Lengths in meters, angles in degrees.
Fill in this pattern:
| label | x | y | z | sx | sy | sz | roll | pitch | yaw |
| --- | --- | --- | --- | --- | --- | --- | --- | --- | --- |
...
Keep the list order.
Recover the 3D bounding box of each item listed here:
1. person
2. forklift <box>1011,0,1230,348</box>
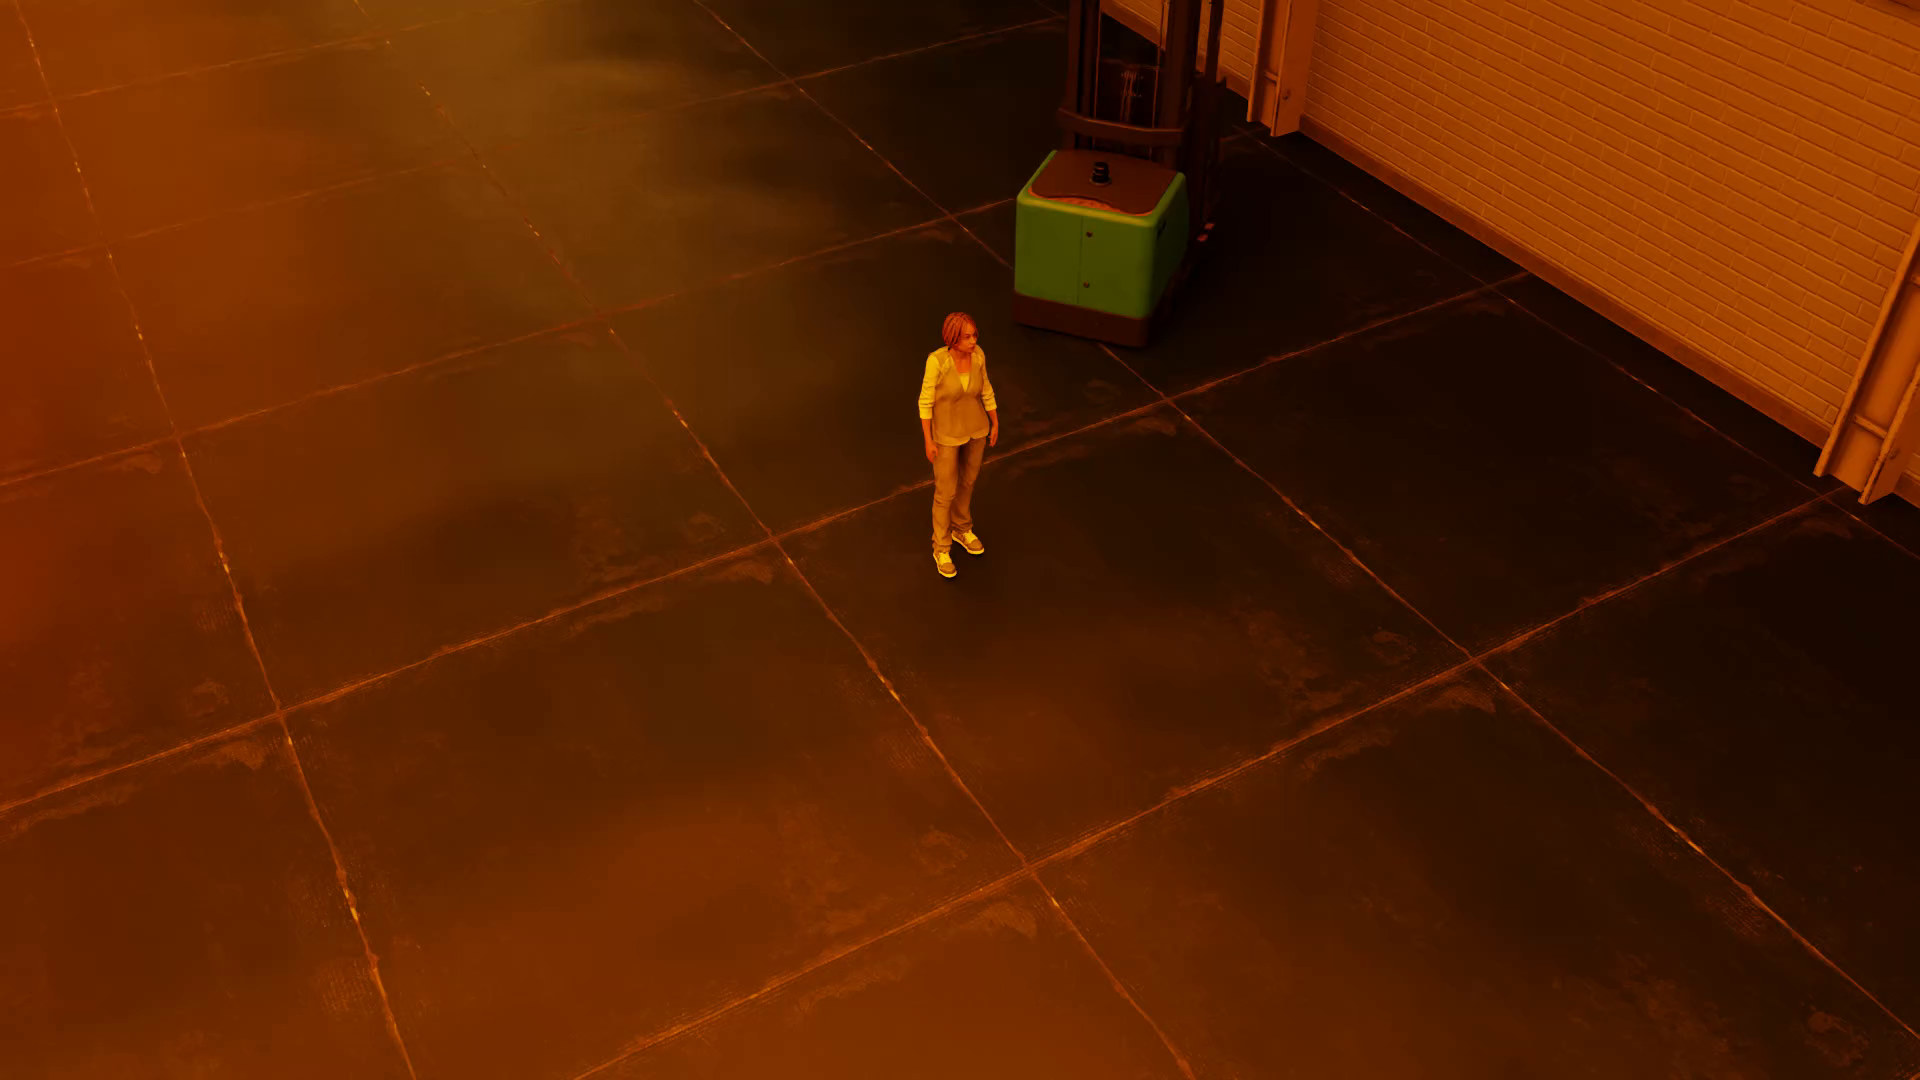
| label | x | y | z | sx | sy | sz | roll | pitch | yaw |
| --- | --- | --- | --- | --- | --- | --- | --- | --- | --- |
| person | 0.025 | -0.575 | 9.763 | 0.521 | 1.596 | 0.475 | -20 | 44 | -23 |
| forklift | 1.394 | -3.448 | 12.193 | 1.130 | 2.935 | 3.031 | 14 | 42 | 17 |
